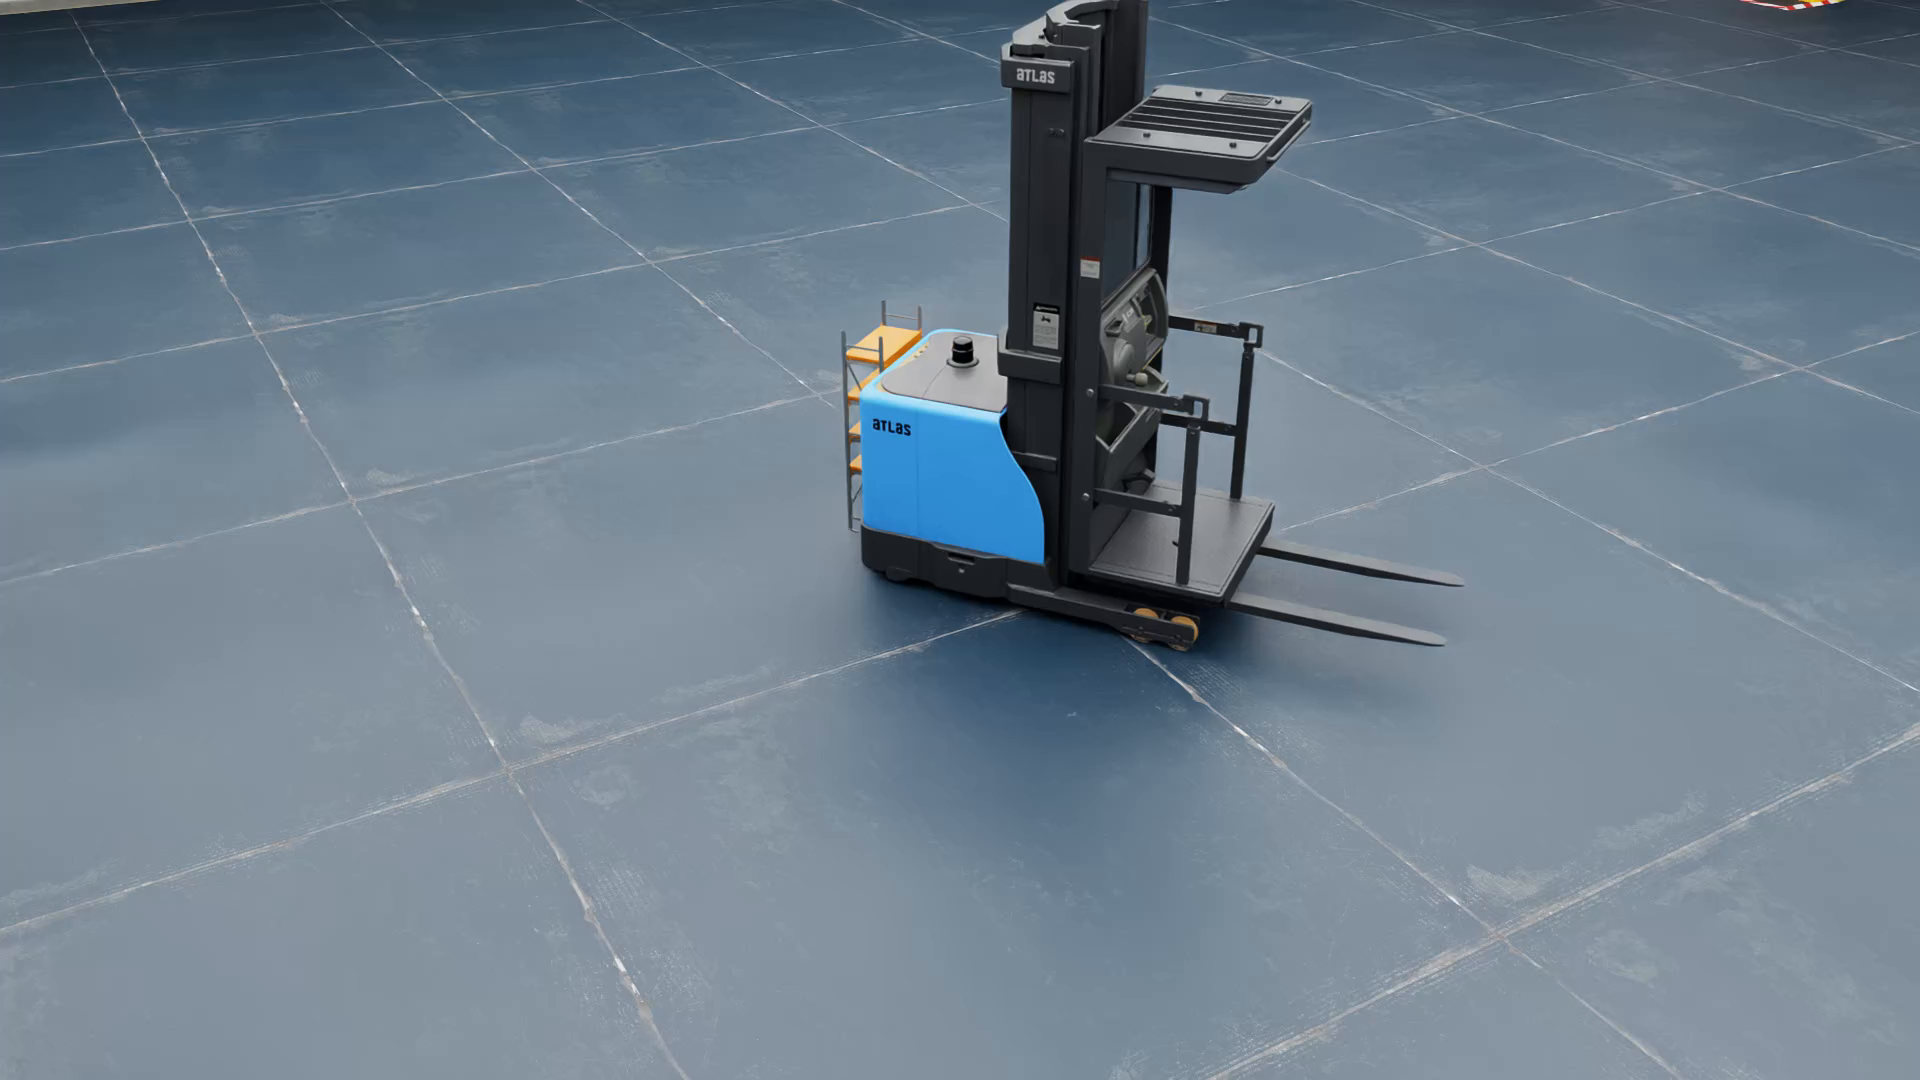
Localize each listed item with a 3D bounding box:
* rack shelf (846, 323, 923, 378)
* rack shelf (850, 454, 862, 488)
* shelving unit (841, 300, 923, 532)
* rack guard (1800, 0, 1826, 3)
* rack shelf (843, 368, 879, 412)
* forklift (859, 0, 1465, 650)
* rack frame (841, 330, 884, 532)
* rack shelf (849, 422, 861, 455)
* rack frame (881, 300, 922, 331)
[{"bbox_3d":[-0.418,-1.011,9.026,0.258,0.148,0.480,12,31,20],"label":"rack shelf"},{"bbox_3d":[-0.418,-0.434,9.345,0.258,0.148,0.480,12,31,20],"label":"rack shelf"},{"bbox_3d":[-0.418,-0.667,9.216,0.258,1.200,0.503,12,31,20],"label":"shelving unit"},{"bbox_3d":[11.276,-7.704,22.692,0.348,0.500,1.175,-16,33,-26],"label":"rack guard"},{"bbox_3d":[-0.418,-0.804,9.141,0.258,0.148,0.480,12,31,20],"label":"rack shelf"},{"bbox_3d":[1.038,-1.028,8.079,3.031,2.935,1.130,12,31,20],"label":"forklift"},{"bbox_3d":[-0.515,-0.559,9.020,0.240,1.200,0.015,12,31,20],"label":"rack frame"},{"bbox_3d":[-0.418,-0.608,9.249,0.258,0.148,0.480,12,31,20],"label":"rack shelf"},{"bbox_3d":[-0.321,-0.775,9.412,0.240,1.200,0.015,12,31,20],"label":"rack frame"}]
